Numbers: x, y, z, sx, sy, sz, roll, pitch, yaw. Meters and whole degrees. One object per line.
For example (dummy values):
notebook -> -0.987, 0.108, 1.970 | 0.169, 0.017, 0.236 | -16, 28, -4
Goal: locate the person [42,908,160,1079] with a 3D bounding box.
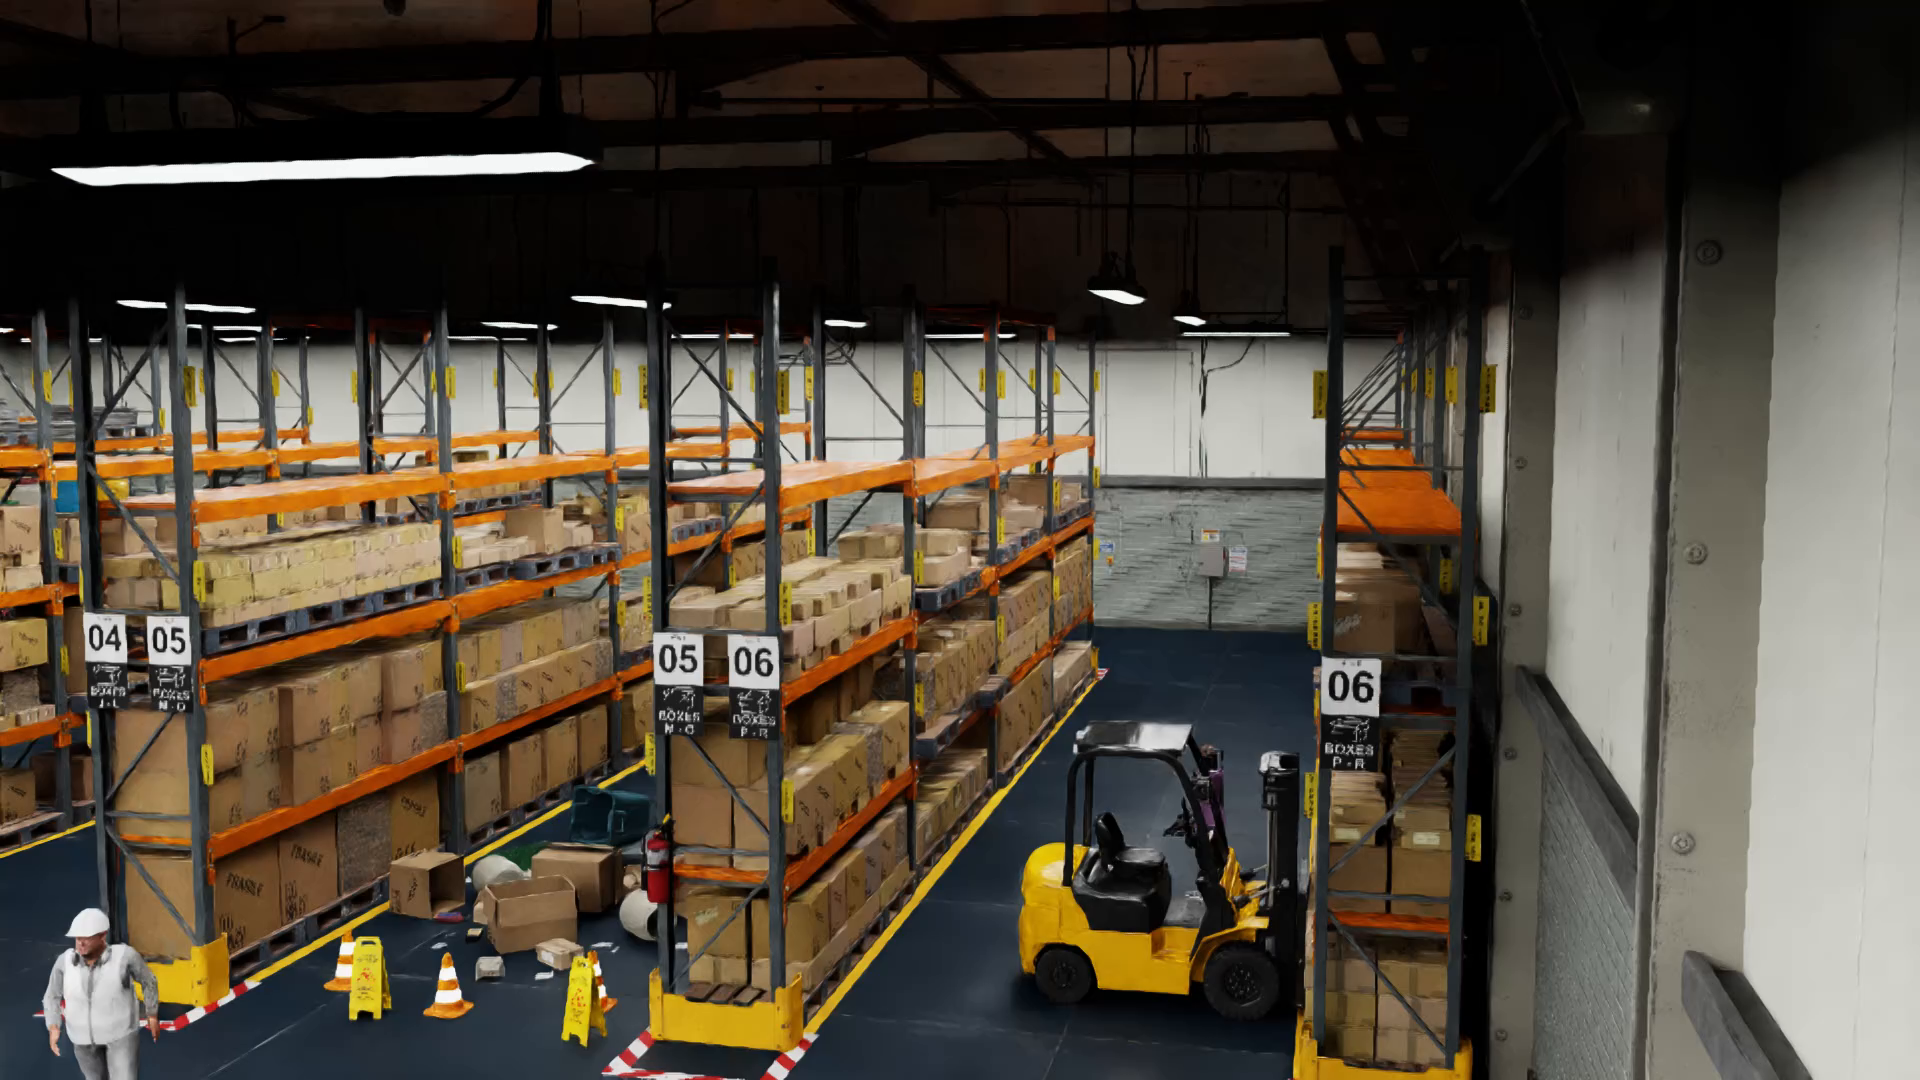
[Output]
person -> -5.597, 3.209, 10.910 | 0.675, 1.715, 0.842 | 0, 6, -4

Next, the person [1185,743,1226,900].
person -> 2.362, 2.742, 16.027 | 0.531, 1.588, 0.536 | 5, 8, 40
